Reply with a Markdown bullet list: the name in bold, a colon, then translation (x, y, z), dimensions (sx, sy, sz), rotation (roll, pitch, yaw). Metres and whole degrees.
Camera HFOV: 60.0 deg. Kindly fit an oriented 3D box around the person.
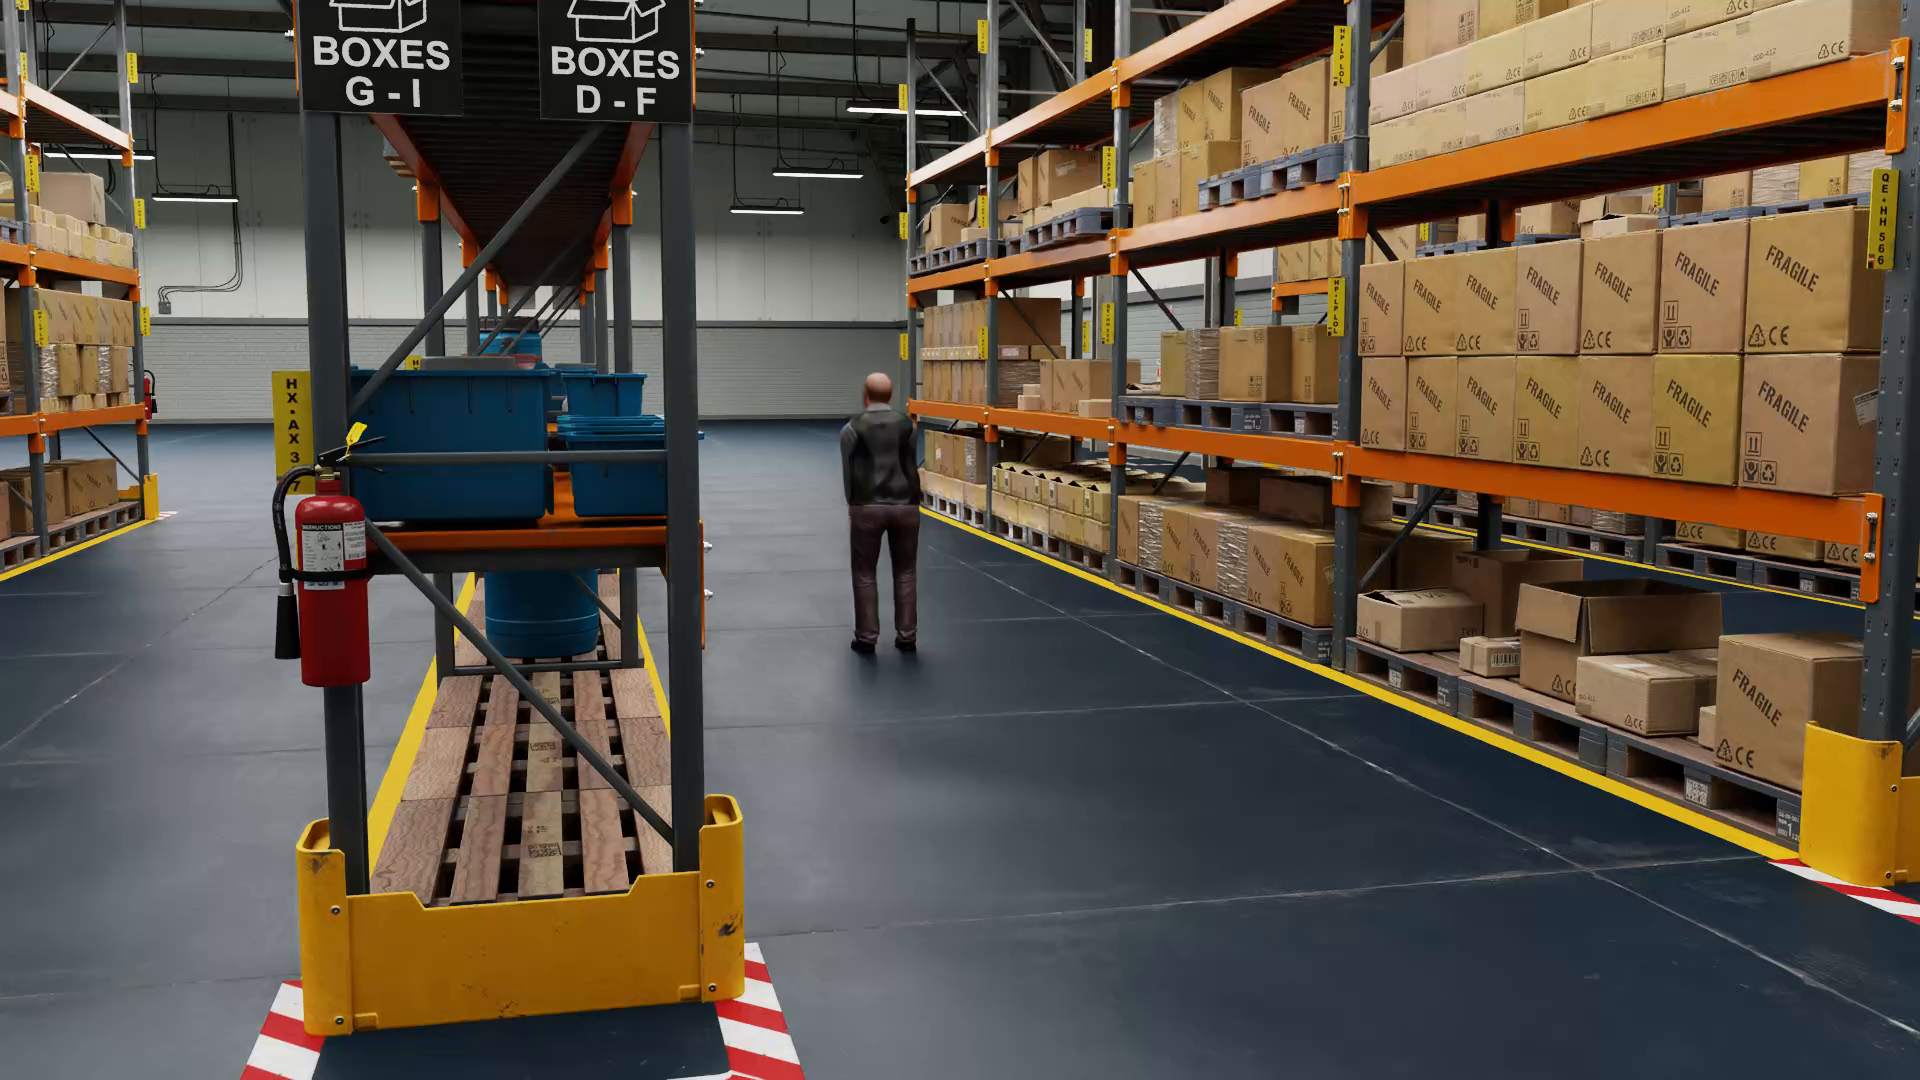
- **person**: translation (-0.502, -0.131, 10.301), dimensions (0.487, 1.620, 0.575), rotation (-2, 6, -15)
